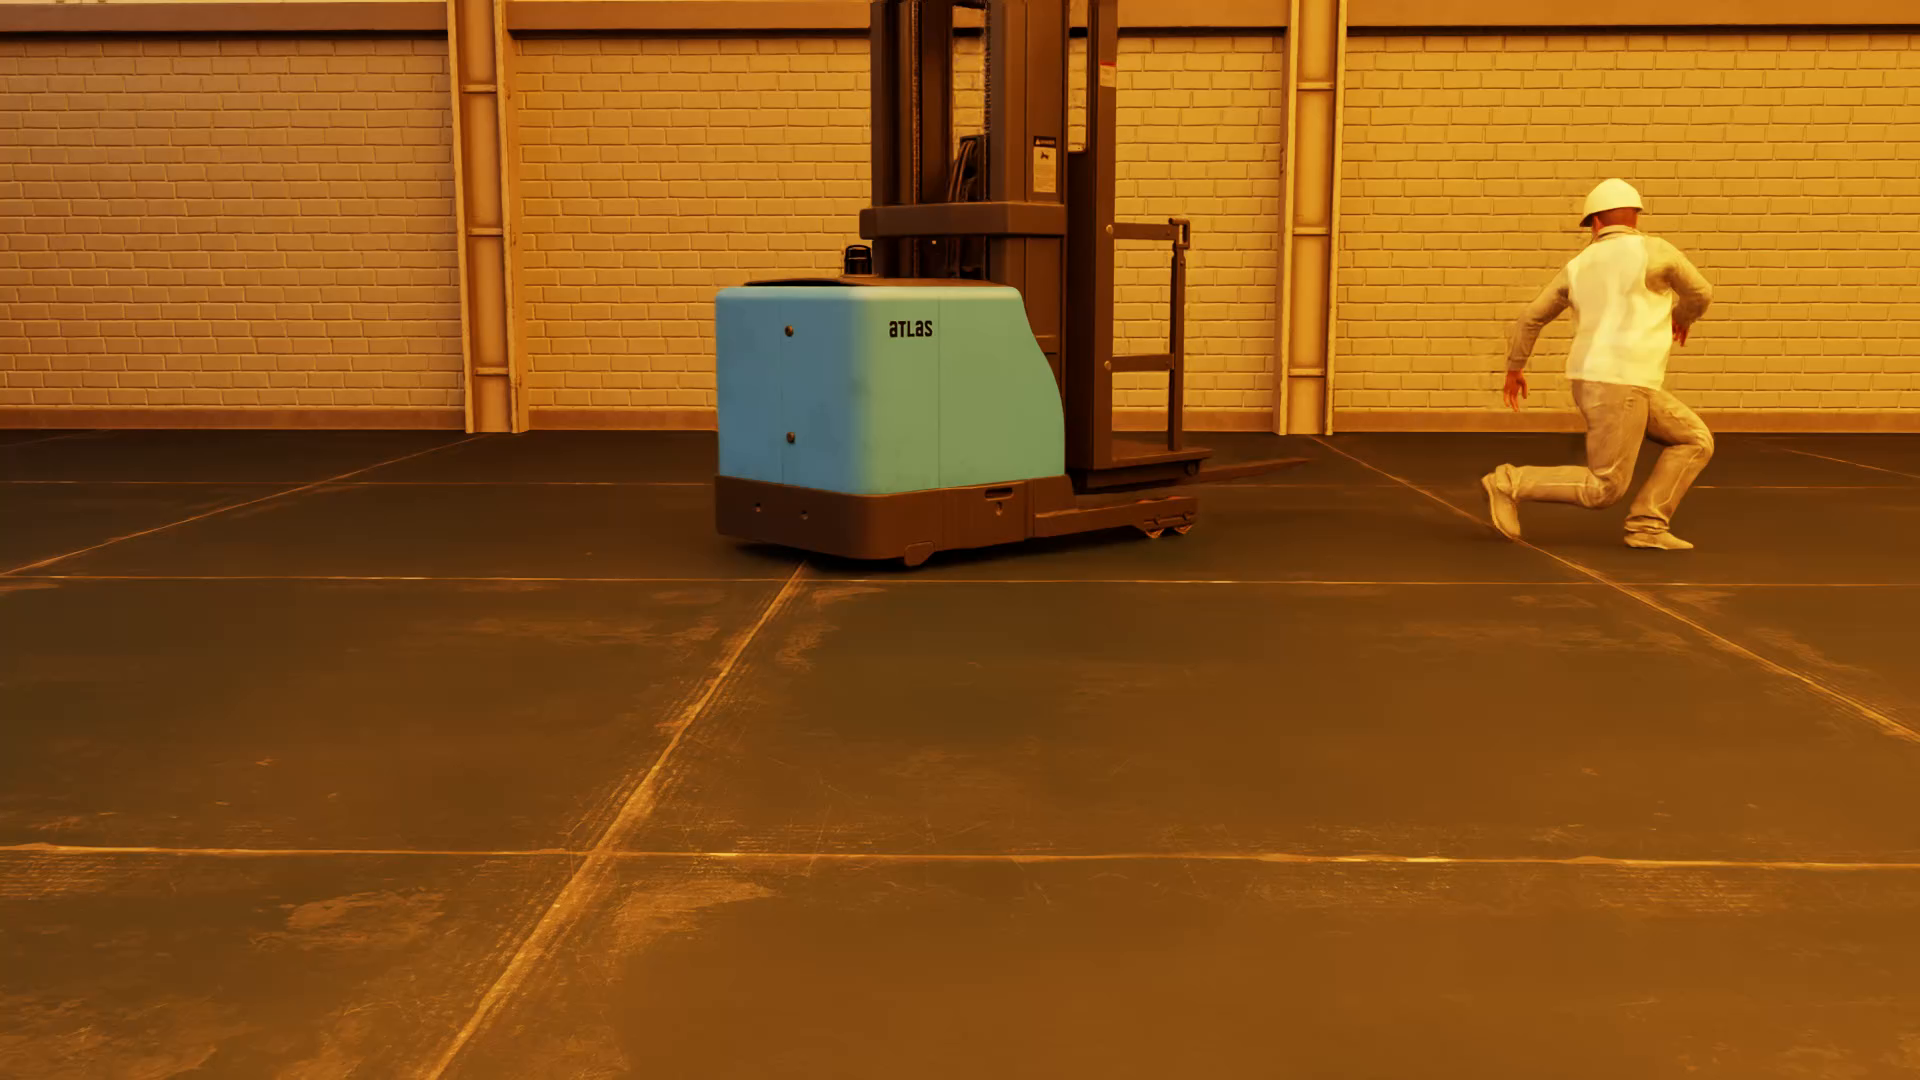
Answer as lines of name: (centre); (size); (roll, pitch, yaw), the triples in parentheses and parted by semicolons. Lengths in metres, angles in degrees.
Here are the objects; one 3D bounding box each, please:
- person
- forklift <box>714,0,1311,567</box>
person: (2.660, -0.719, 6.921); (0.907, 1.546, 0.650); (1, 9, 4)
forklift: (0.413, -1.511, 7.311); (3.031, 2.935, 1.130); (-8, 12, -42)
